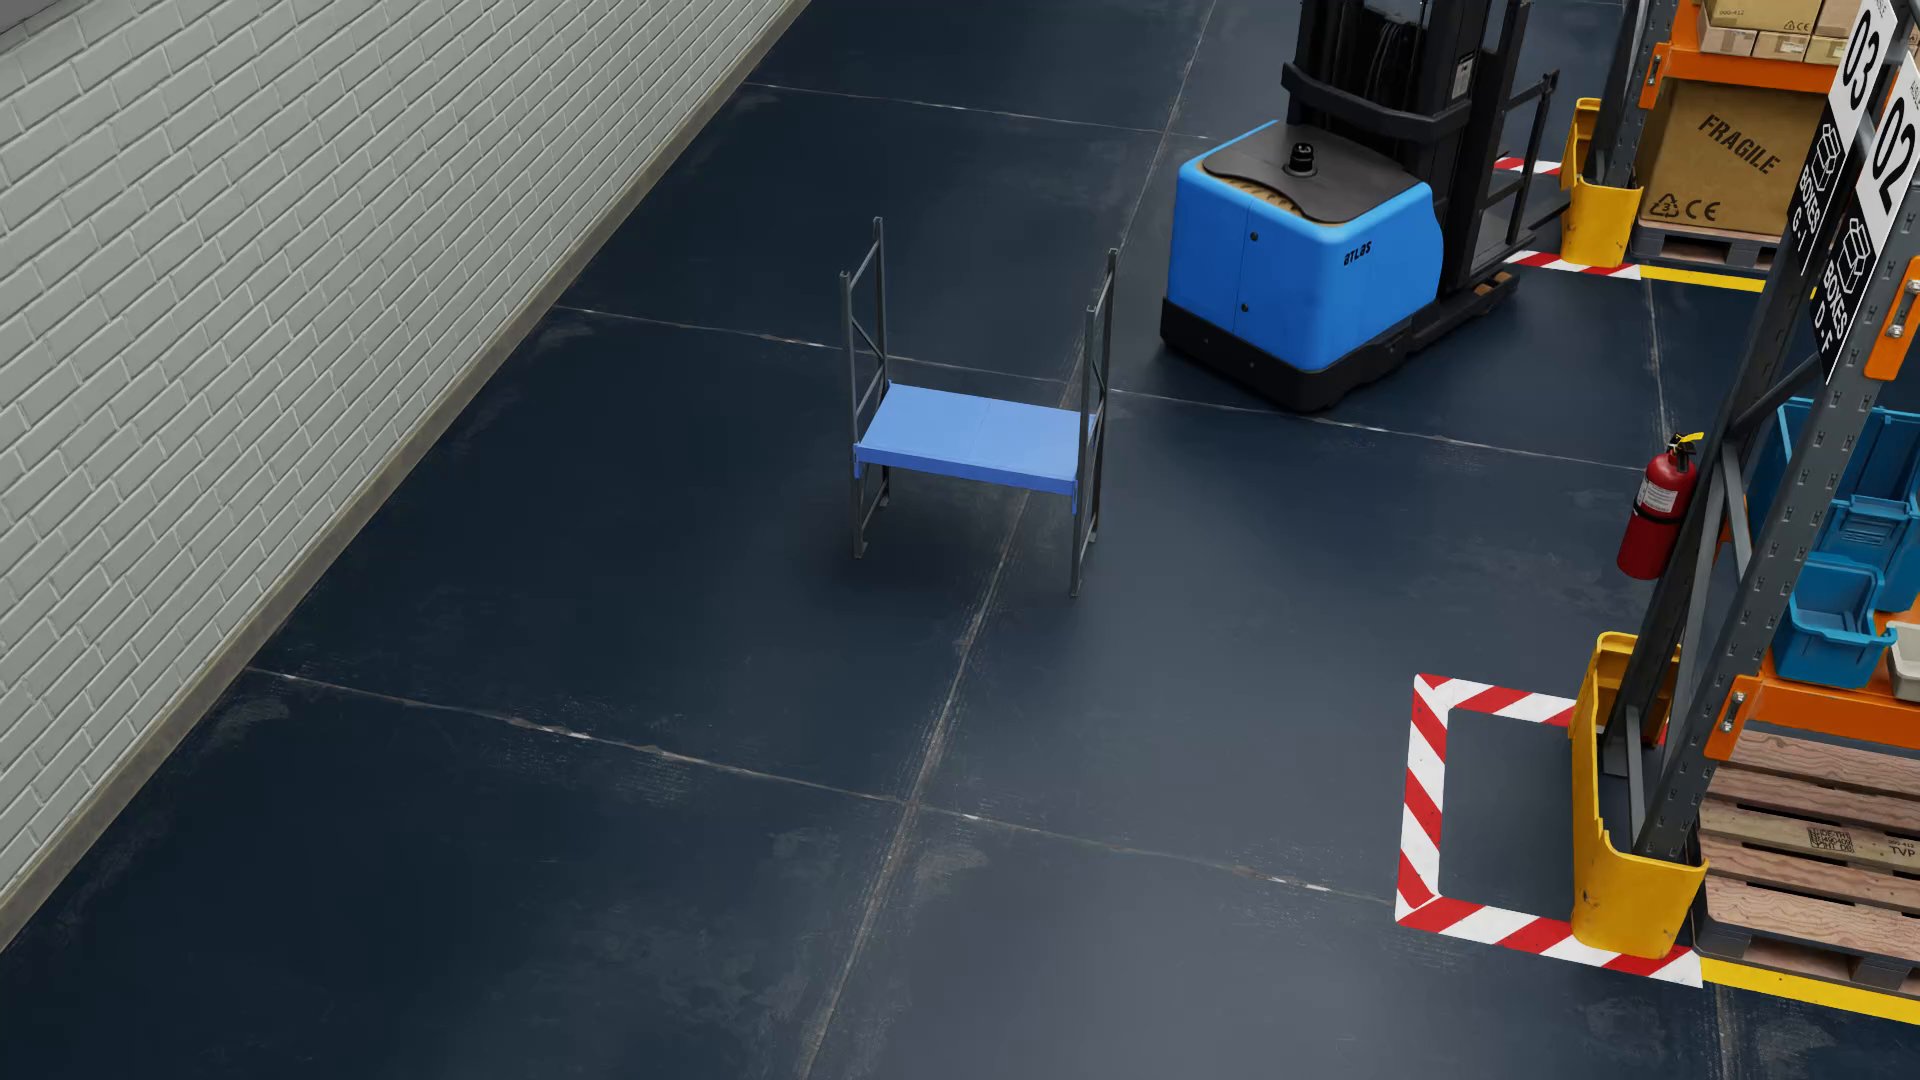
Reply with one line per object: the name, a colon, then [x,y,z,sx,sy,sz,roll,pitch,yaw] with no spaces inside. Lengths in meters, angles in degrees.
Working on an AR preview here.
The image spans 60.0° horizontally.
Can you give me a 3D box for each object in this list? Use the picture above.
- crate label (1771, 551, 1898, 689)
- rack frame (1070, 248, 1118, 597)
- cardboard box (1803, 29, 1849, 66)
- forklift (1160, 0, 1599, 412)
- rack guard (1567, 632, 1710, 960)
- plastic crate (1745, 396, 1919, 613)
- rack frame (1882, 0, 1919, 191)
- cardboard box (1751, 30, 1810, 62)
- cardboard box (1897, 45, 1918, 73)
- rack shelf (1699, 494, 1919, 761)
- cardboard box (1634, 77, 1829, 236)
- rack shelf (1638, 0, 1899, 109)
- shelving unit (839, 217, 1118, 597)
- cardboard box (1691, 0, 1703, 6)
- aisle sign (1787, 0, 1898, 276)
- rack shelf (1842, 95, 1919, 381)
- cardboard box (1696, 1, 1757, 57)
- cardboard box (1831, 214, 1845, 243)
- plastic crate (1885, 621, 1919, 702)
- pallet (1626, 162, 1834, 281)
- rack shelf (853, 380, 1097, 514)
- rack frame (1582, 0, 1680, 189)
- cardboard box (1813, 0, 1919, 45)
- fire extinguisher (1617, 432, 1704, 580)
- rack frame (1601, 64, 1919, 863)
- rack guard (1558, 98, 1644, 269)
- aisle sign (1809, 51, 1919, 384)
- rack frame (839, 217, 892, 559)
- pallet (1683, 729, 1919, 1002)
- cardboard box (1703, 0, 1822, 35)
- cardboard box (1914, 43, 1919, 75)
crate label: [2.716,0.261,5.215,0.303,0.233,0.416,10,41,11]
rack frame: [0.573,-0.476,7.175,0.032,1.500,0.500,10,41,11]
cardboard box: [4.596,-2.658,8.803,0.250,0.149,0.380,9,41,10]
forklift: [2.503,-2.599,8.590,3.031,2.935,1.130,-31,49,-31]
rack guard: [2.536,0.936,6.272,0.348,0.500,1.175,10,41,11]
plastic crate: [2.934,-0.122,5.514,0.499,0.435,0.616,10,41,11]
rack frame: [2.562,-2.323,3.543,0.127,3.000,1.000,10,41,11]
cardboard box: [4.349,-2.701,8.853,0.250,0.149,0.380,9,41,11]
cardboard box: [4.848,-2.616,8.752,0.250,0.149,0.380,9,41,11]
rack shelf: [4.494,0.582,5.308,4.000,0.370,1.077,10,41,11]
cardboard box: [4.482,-2.393,9.617,0.875,0.875,0.875,10,41,11]
rack shelf: [5.775,-2.495,8.972,4.000,0.370,1.077,10,41,11]
shelving unit: [0.082,-0.560,7.275,1.048,1.500,0.538,10,41,11]
cardboard box: [4.272,-3.152,9.390,0.250,0.149,0.380,11,41,12]
aisle sign: [2.569,-1.215,4.867,0.004,0.787,0.394,10,41,11]
rack shelf: [4.494,-0.566,4.343,4.000,0.370,1.077,10,41,11]
cardboard box: [4.100,-2.742,8.903,0.250,0.149,0.380,10,41,12]
cardboard box: [5.361,-2.242,9.437,0.875,0.875,0.875,10,41,11]
plastic crate: [3.004,0.403,5.121,0.298,0.136,0.250,10,41,11]
pallet: [4.635,-1.950,9.933,1.213,0.211,1.003,10,41,11]
rack shelf: [0.082,-0.422,7.391,1.000,0.185,0.538,10,41,11]
rack frame: [3.843,-3.103,9.136,0.127,3.000,1.000,10,41,11]
cardboard box: [4.741,-2.829,8.696,0.500,0.250,0.500,9,41,11]
fire extinguisher: [2.534,-0.160,5.983,0.183,0.674,0.296,10,41,11]
rack frame: [2.562,-0.025,5.473,0.127,3.000,1.000,10,41,11]
rack guard: [3.820,-2.149,9.945,0.348,0.500,1.175,10,41,11]
aisle sign: [2.416,-0.848,4.431,0.004,0.787,0.394,10,41,11]
rack frame: [-0.409,-0.645,7.376,0.032,1.500,0.500,10,41,11]
pallet: [3.349,1.204,6.177,1.213,0.211,1.003,10,41,11]
cardboard box: [4.237,-2.912,8.794,0.500,0.250,0.500,9,41,10]
cardboard box: [5.094,-2.573,8.701,0.250,0.149,0.380,9,41,11]
